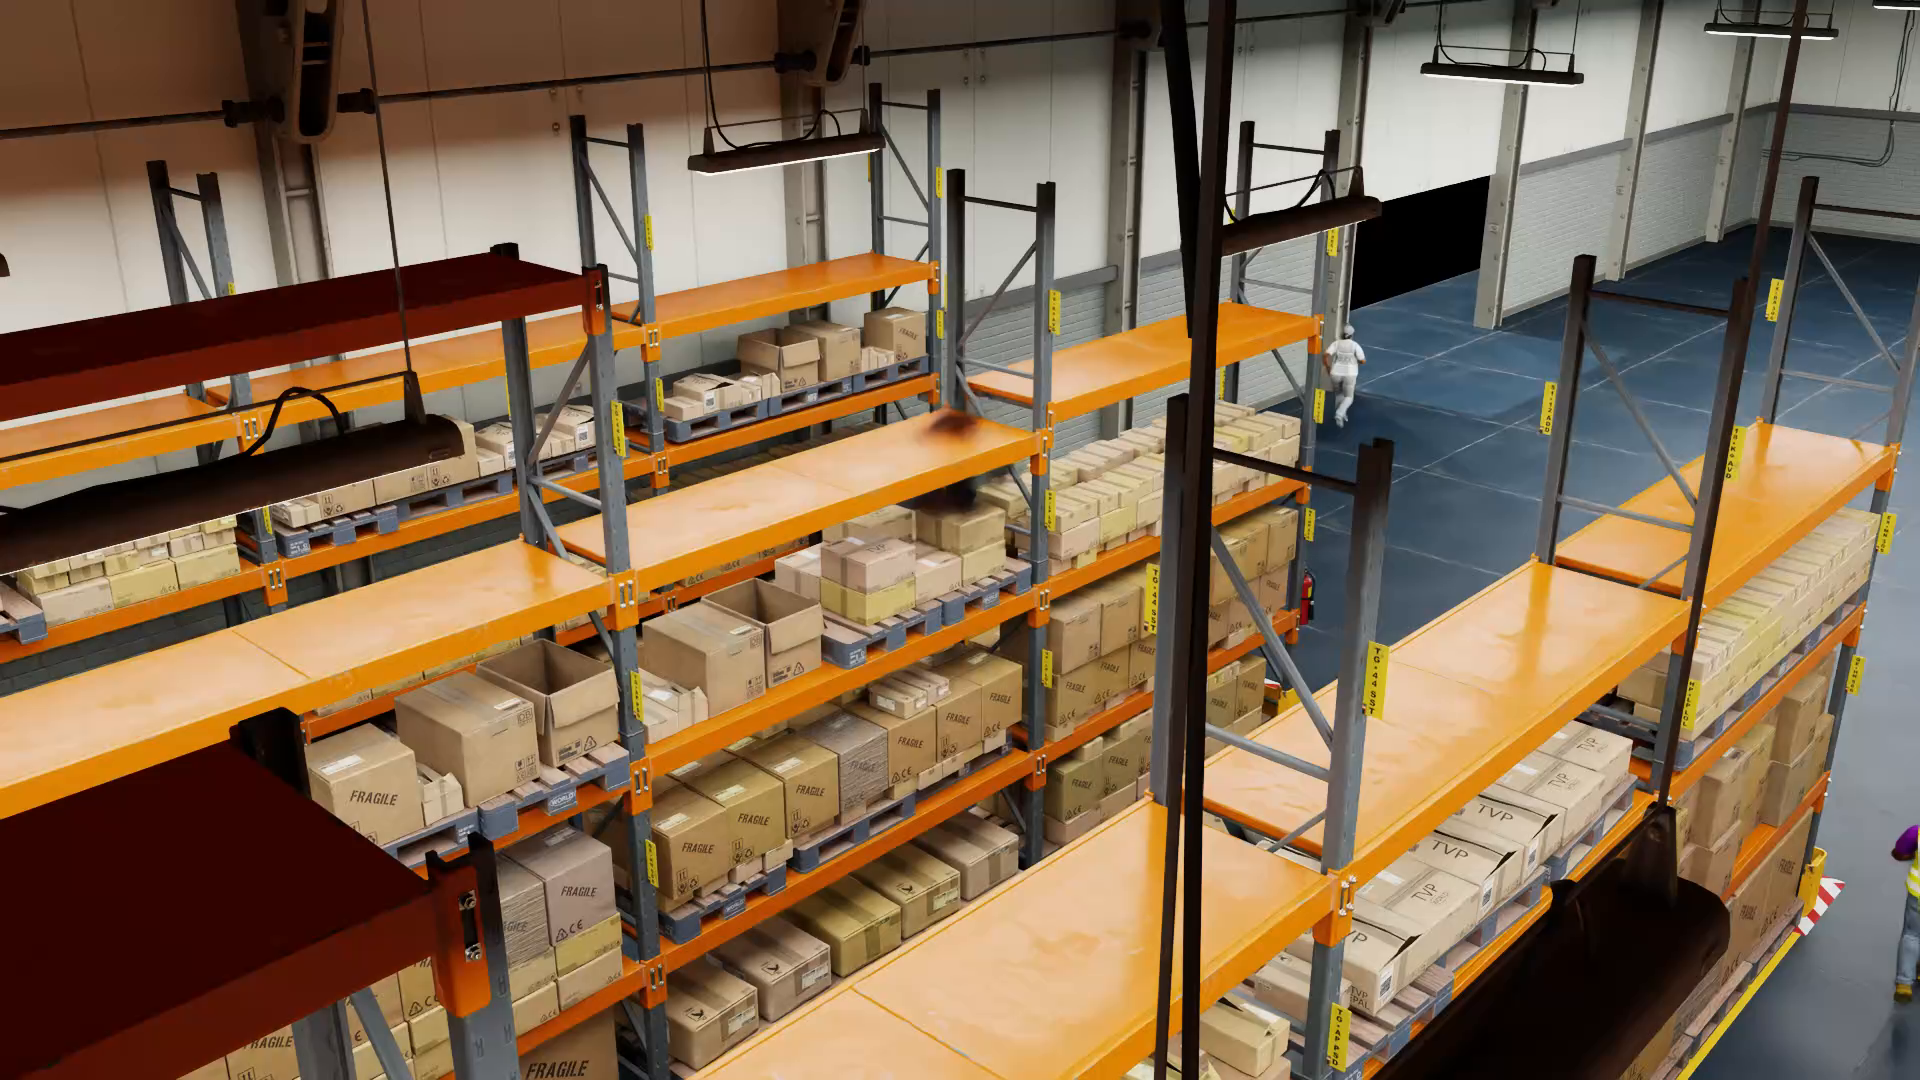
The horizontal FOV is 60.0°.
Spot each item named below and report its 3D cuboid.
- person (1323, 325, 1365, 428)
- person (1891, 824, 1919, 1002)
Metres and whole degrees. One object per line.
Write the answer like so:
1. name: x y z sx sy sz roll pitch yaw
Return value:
1. person: 6.079 -2.584 26.357 0.628 1.653 0.874 11 24 27
2. person: 7.409 2.695 12.601 0.724 1.752 0.926 14 25 31
